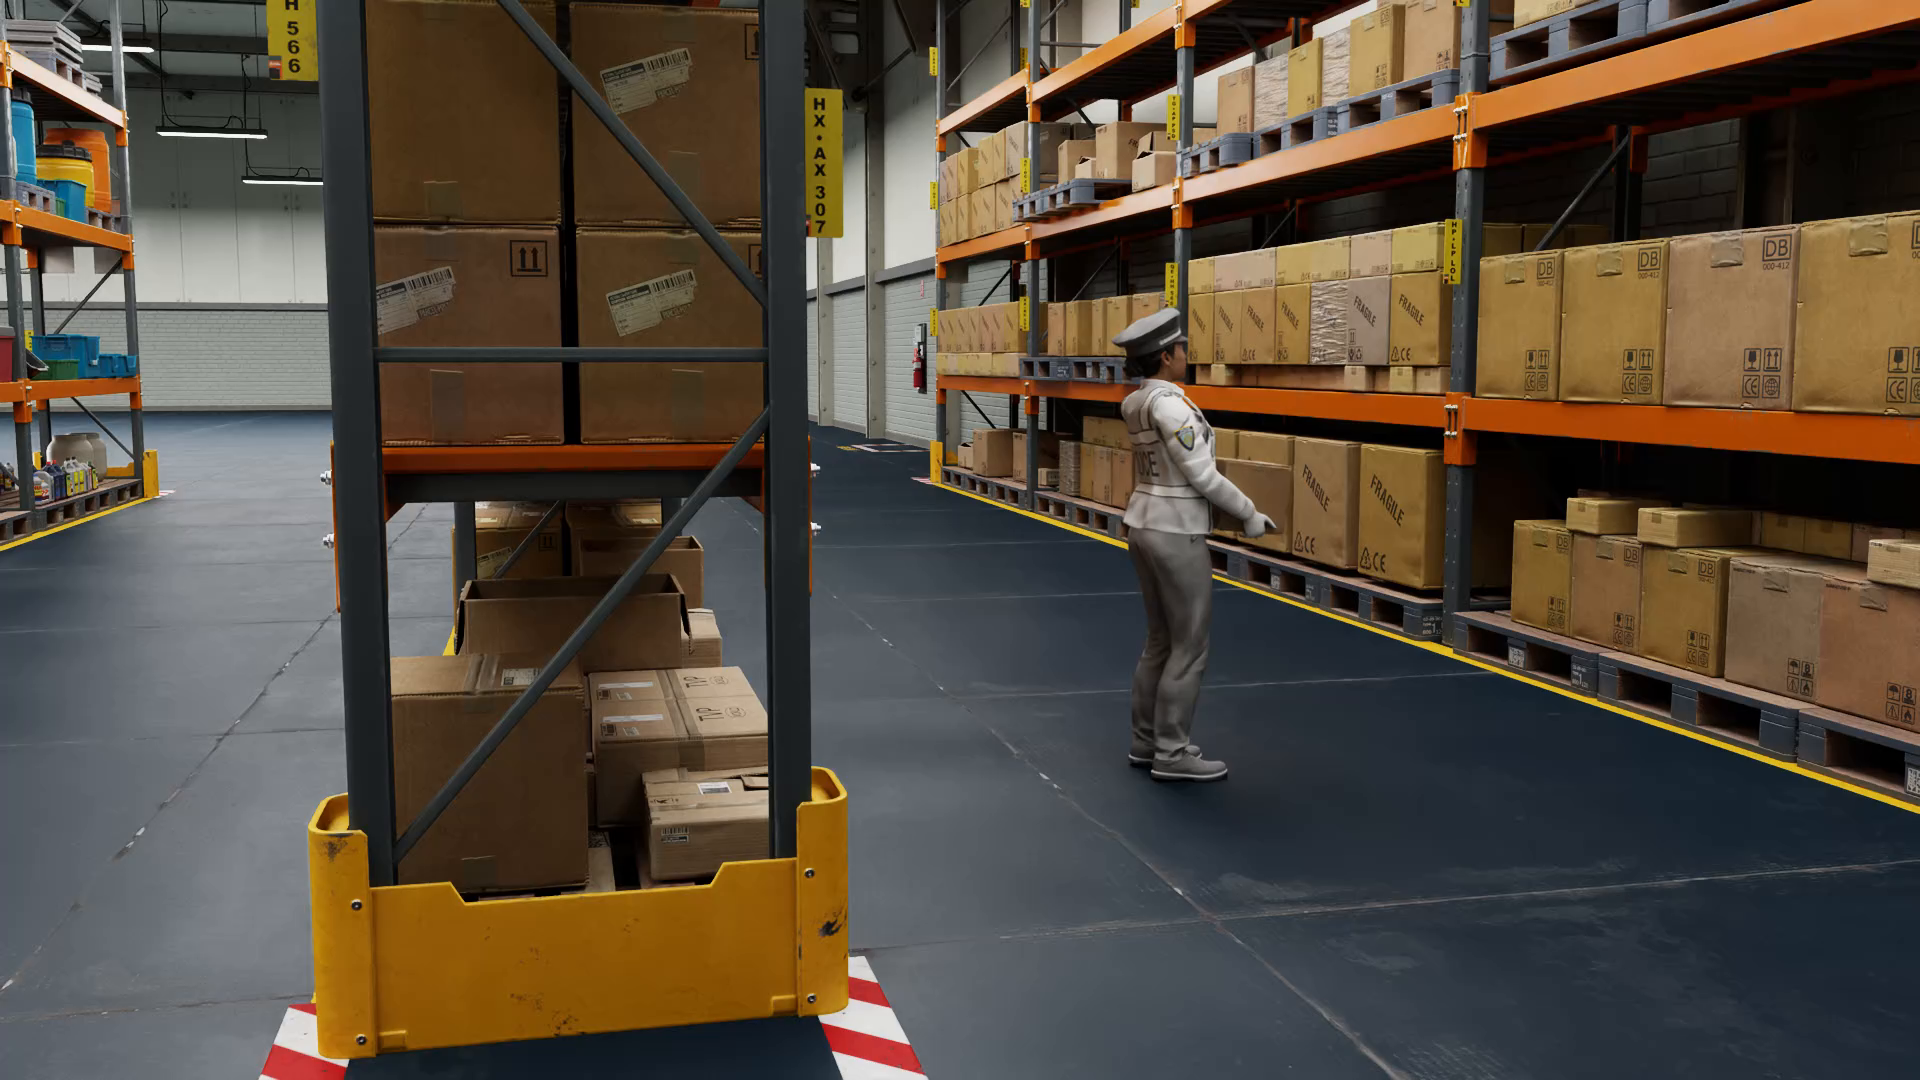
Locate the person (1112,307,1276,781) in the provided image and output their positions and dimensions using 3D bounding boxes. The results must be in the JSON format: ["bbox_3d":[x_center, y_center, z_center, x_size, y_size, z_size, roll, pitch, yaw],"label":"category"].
[{"bbox_3d":[0.826,0.005,6.017,0.556,1.686,0.459,-1,6,-13],"label":"person"}]
